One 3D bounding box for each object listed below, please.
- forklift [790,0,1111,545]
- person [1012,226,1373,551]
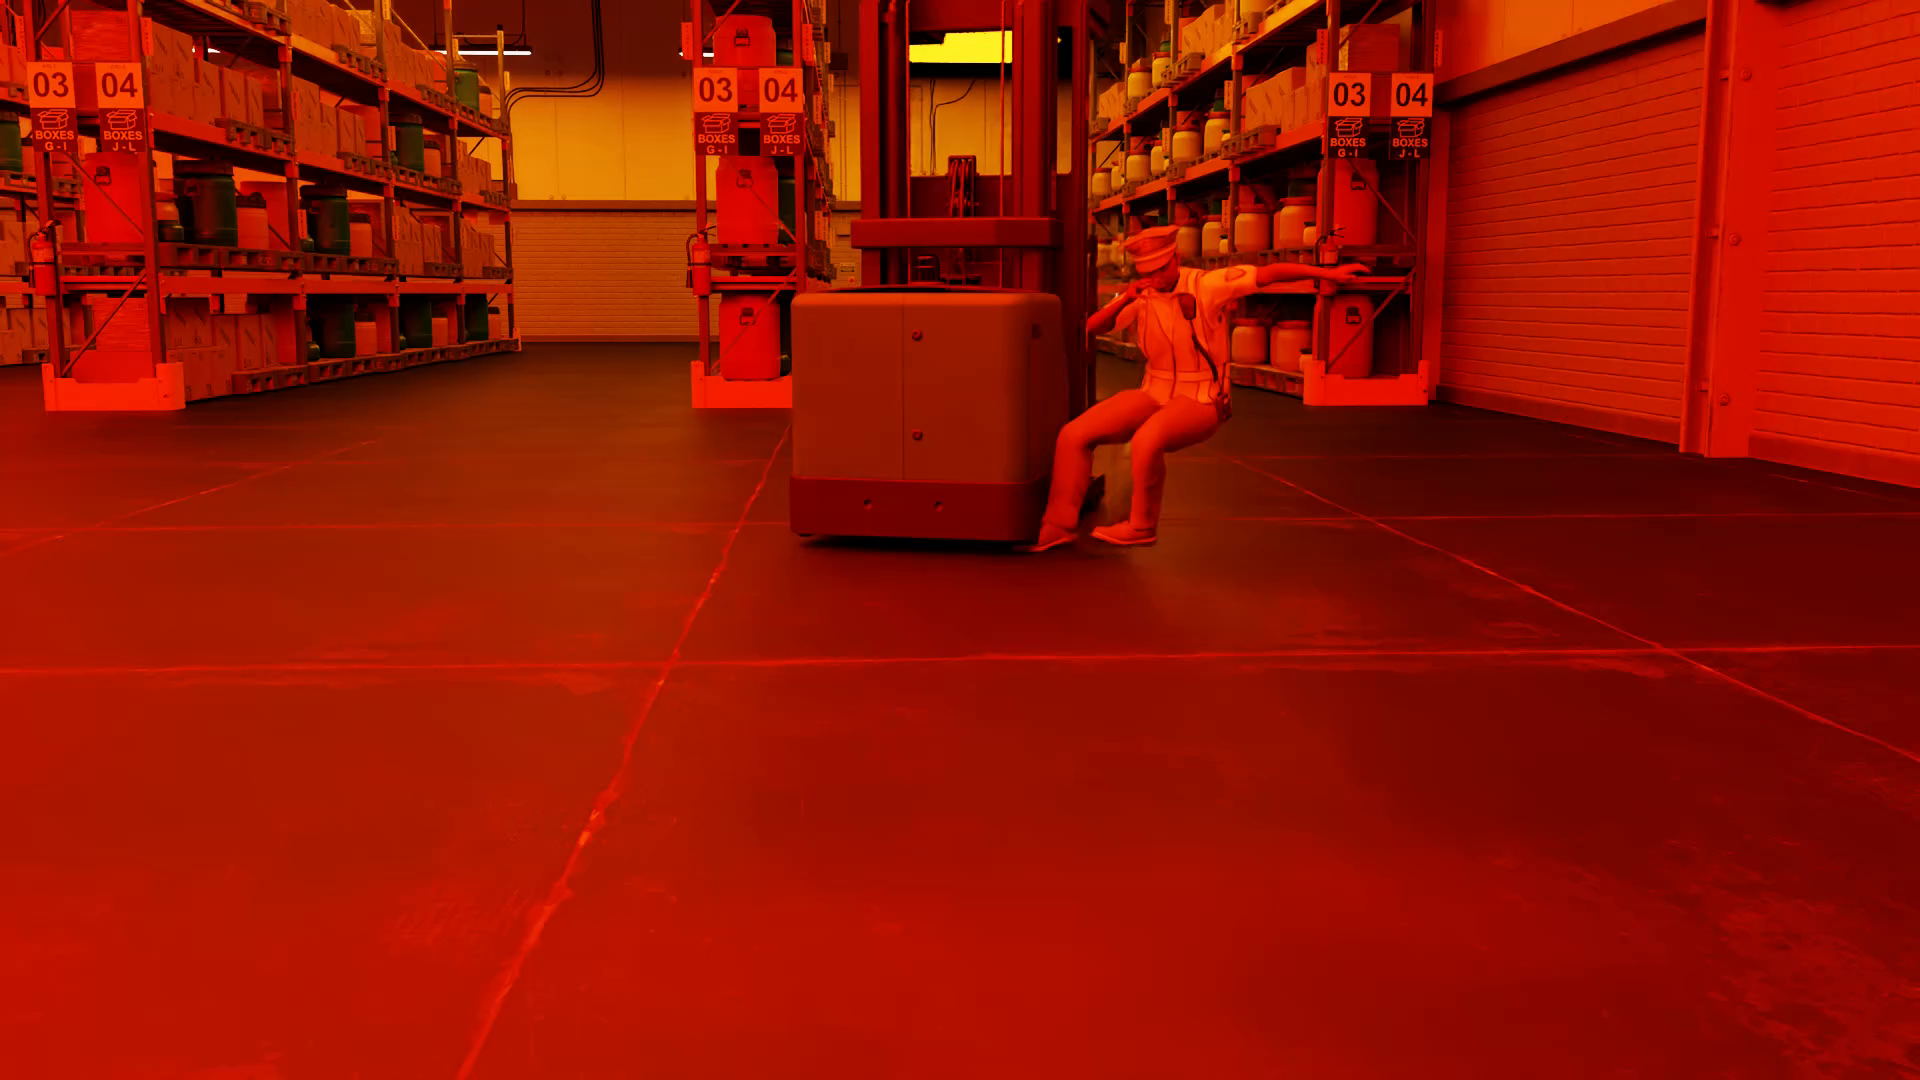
[{"bbox_3d":[0.123,-1.605,8.138,1.130,2.935,3.031,2,9,13],"label":"forklift"},{"bbox_3d":[0.914,-0.581,6.724,1.410,1.363,0.709,6,10,34],"label":"person"}]
